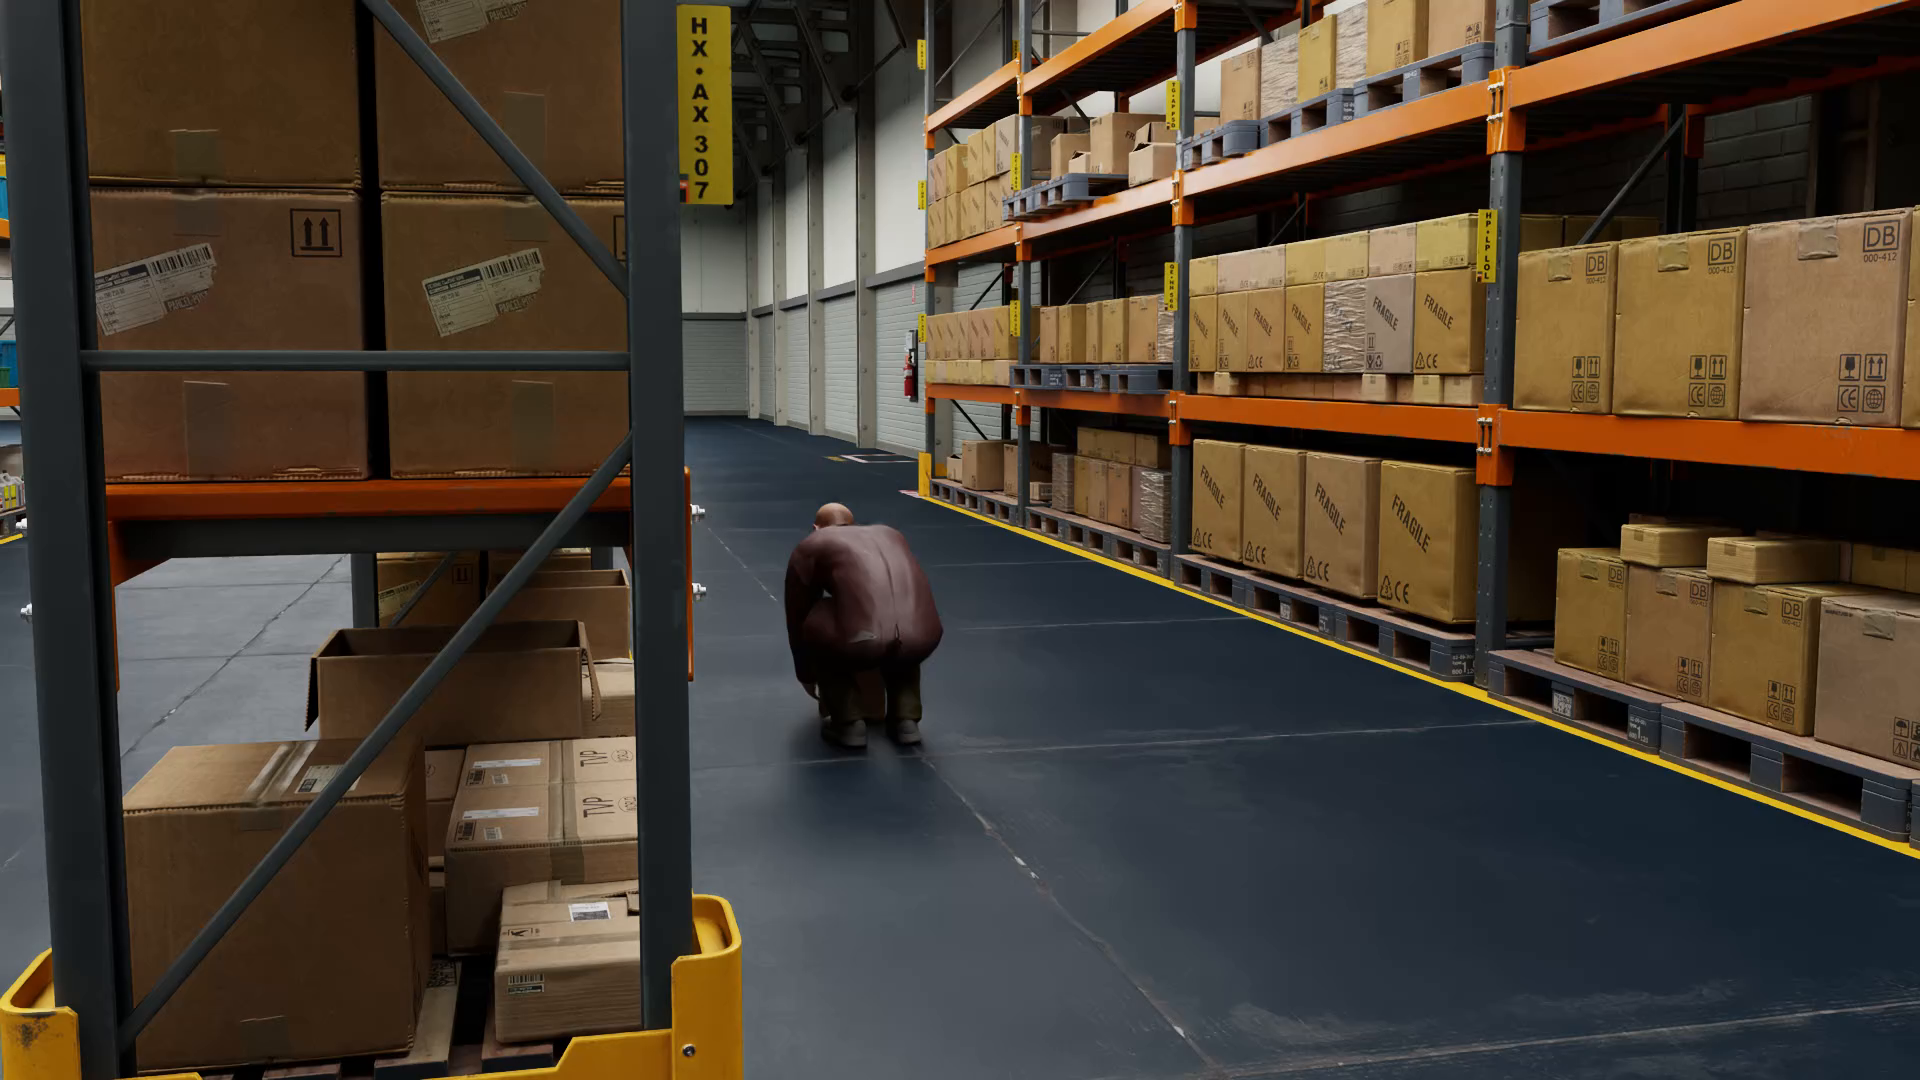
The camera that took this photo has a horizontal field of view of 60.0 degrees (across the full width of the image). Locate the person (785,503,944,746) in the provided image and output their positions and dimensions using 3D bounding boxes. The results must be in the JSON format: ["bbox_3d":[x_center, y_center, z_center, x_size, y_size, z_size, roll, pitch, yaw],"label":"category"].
[{"bbox_3d":[-0.394,0.348,6.766,0.603,0.904,0.907,-2,6,-17],"label":"person"}]
